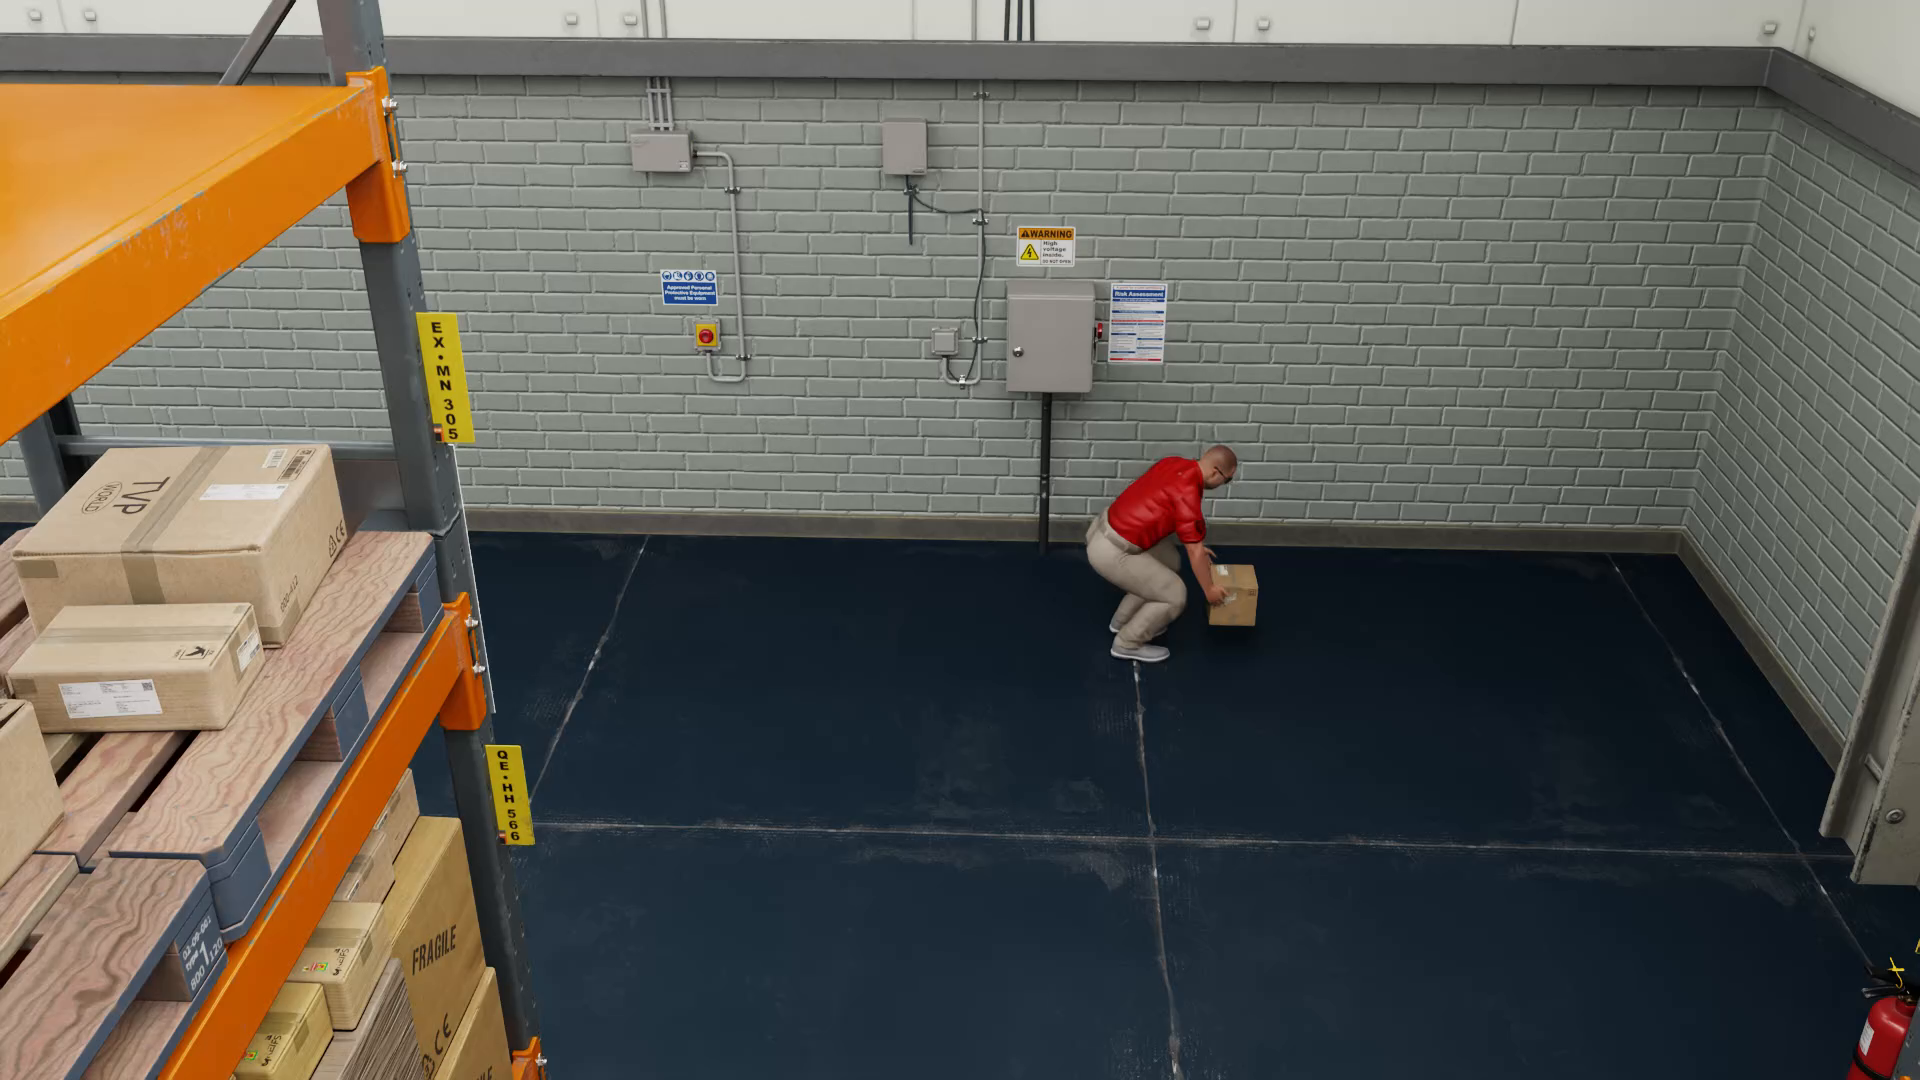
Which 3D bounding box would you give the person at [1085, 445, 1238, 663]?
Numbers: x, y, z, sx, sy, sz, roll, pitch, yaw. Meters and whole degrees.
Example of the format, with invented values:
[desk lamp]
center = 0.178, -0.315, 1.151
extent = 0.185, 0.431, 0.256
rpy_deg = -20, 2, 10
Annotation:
[person]
center = 1.099, 0.037, 9.133
extent = 0.776, 1.208, 0.581
rpy_deg = 1, 28, 2
